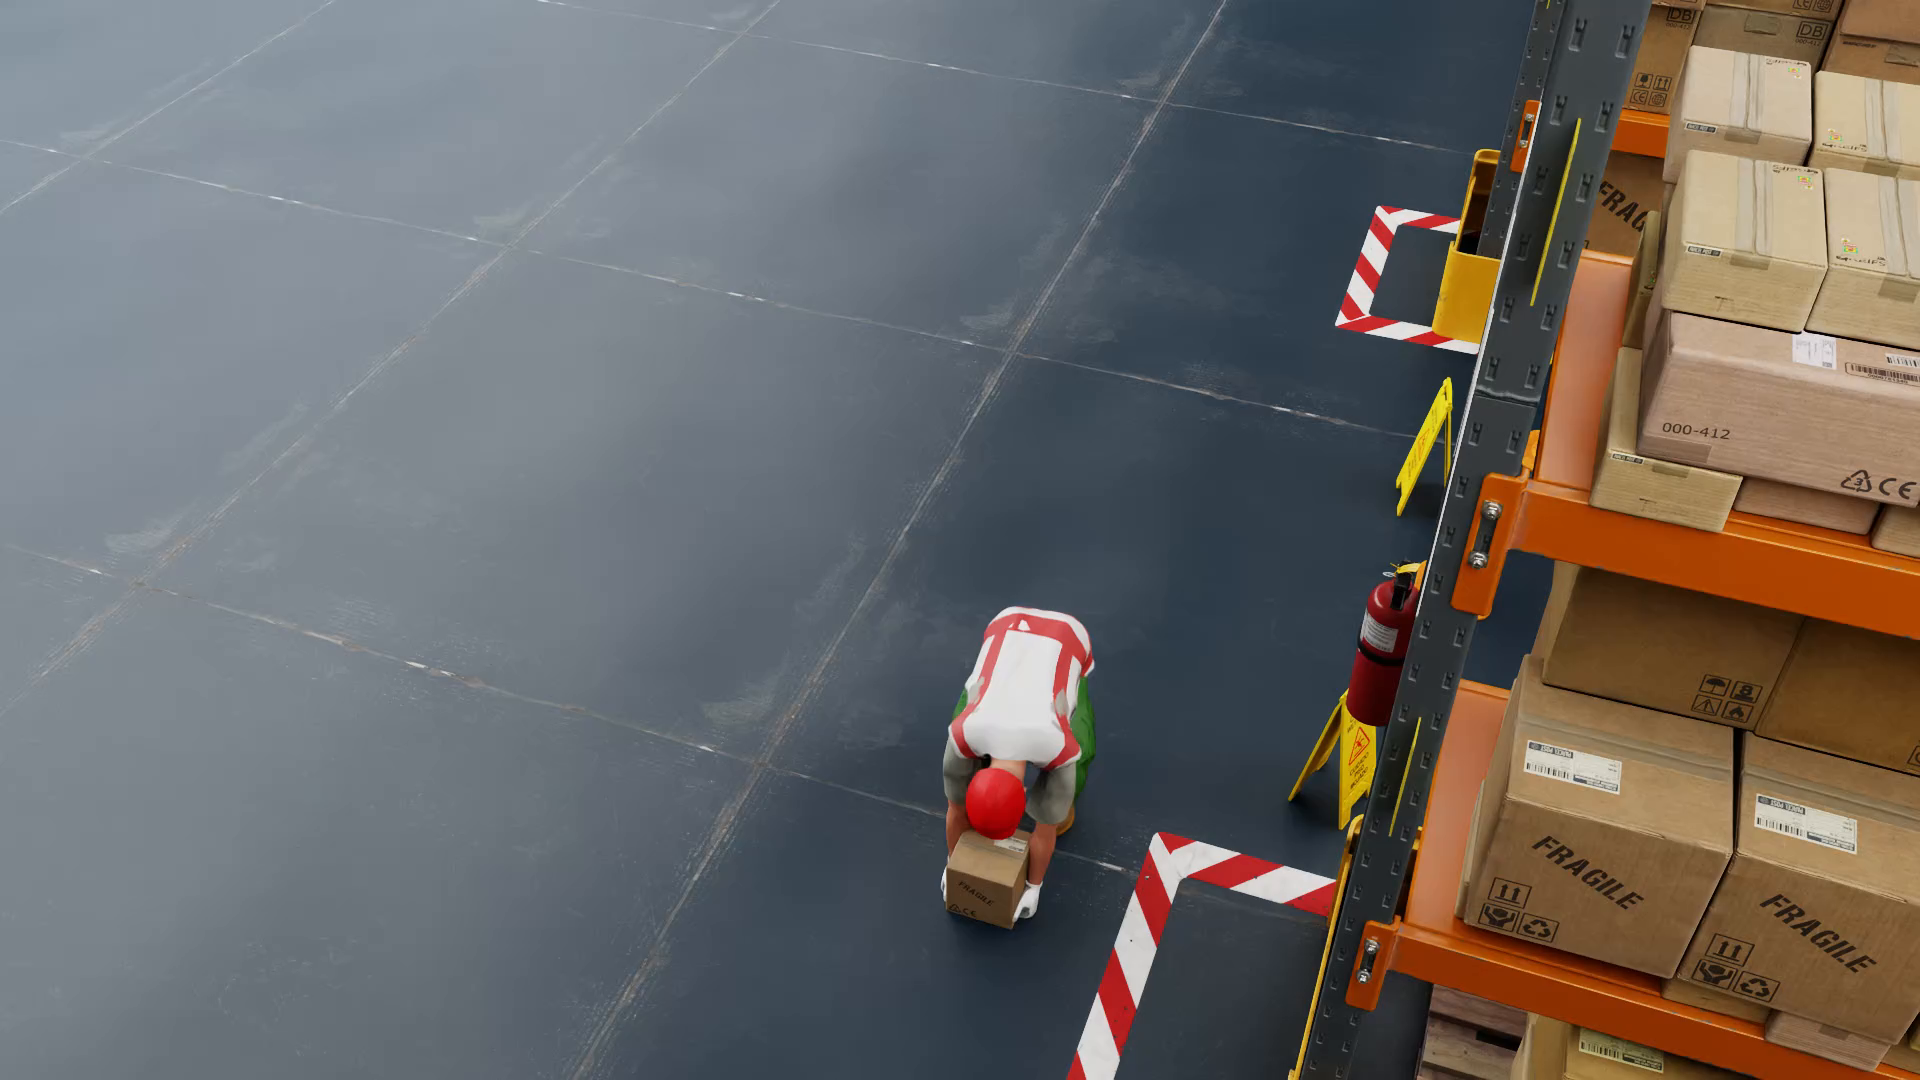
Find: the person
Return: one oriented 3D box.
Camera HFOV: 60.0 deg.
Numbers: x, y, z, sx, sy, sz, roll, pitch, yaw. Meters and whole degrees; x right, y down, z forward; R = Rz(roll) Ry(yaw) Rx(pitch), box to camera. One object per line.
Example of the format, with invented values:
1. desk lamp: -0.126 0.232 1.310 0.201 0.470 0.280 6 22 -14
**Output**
1. person: 0.212 0.794 5.966 0.527 0.869 0.966 10 42 11
